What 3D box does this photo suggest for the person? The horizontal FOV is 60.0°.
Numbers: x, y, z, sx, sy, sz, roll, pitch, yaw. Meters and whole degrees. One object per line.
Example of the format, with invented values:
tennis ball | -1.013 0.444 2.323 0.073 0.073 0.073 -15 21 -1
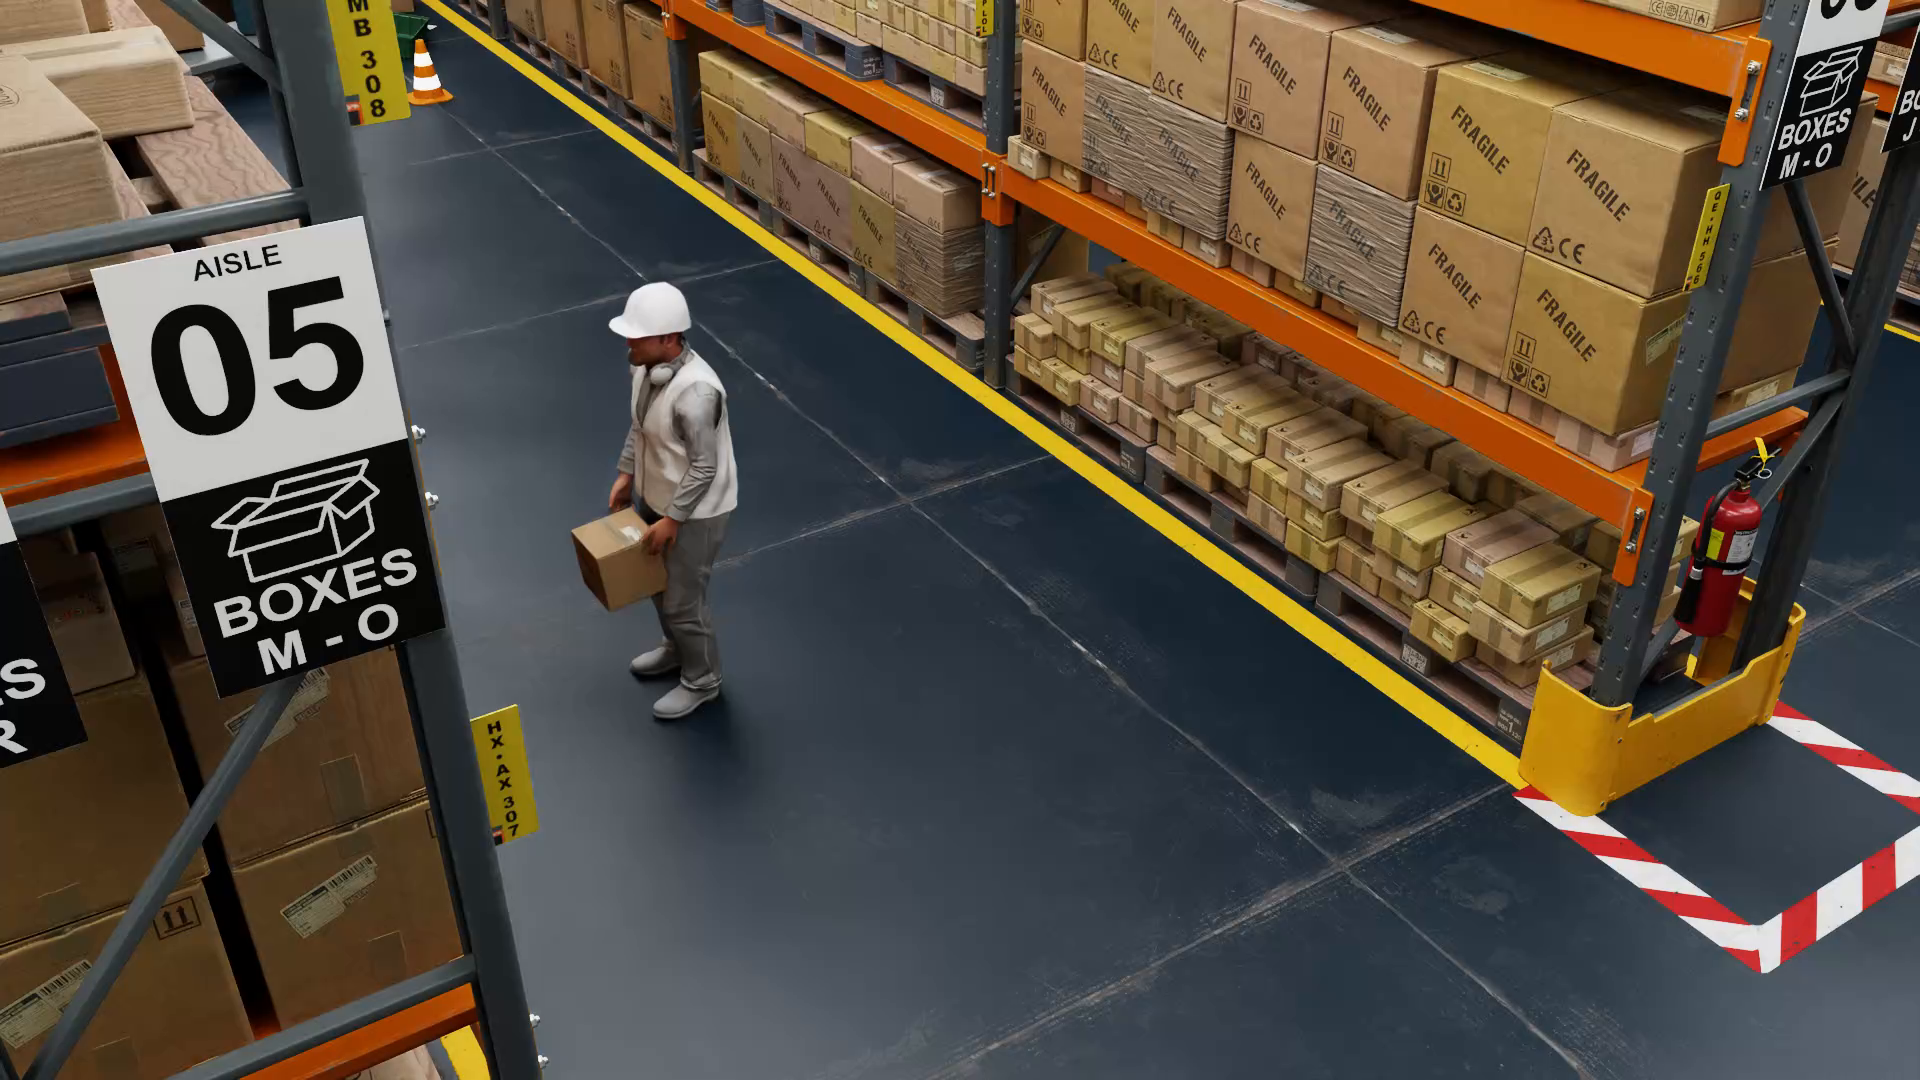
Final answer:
person | -1.089 -0.154 6.348 0.470 1.779 0.551 -20 37 -28
